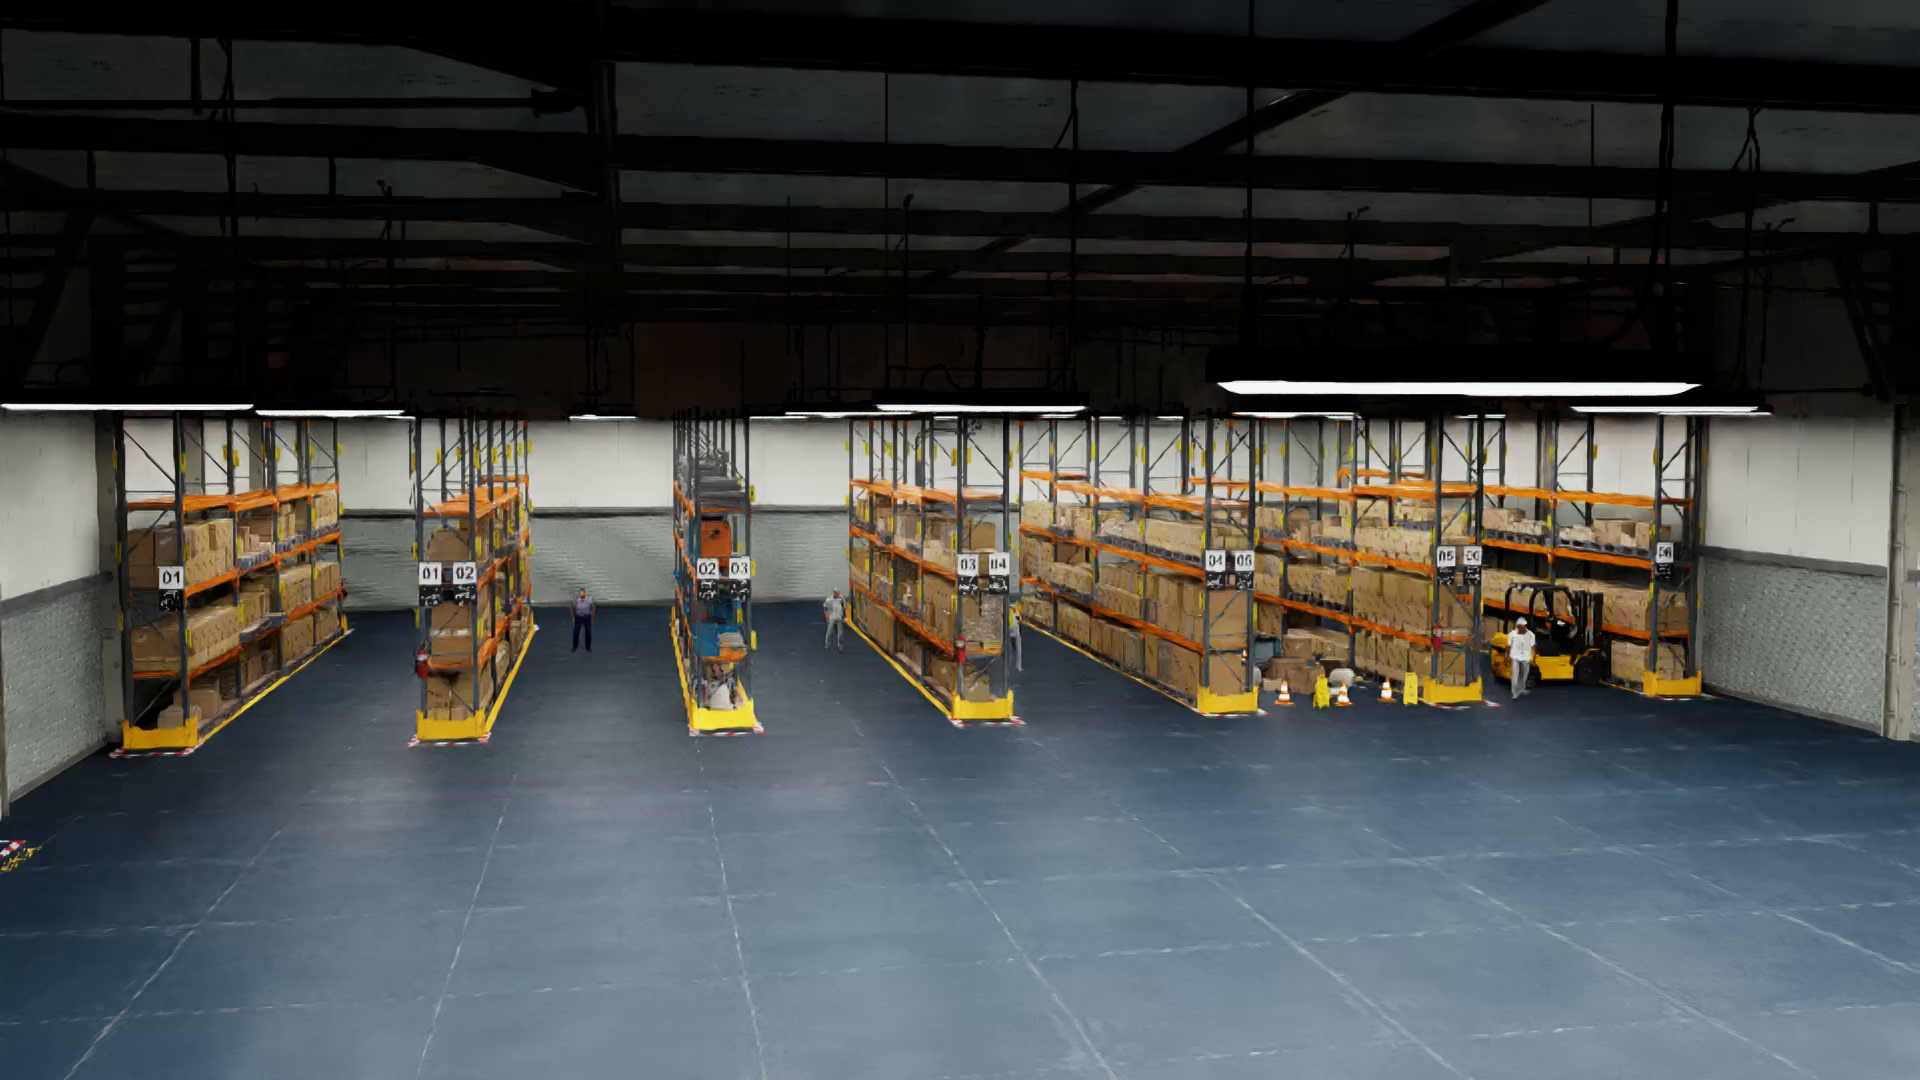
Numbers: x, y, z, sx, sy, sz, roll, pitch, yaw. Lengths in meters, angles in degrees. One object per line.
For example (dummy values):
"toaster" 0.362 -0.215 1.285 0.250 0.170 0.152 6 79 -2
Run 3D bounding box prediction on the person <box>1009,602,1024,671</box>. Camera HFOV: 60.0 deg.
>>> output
"person" 1.192 2.194 38.233 0.456 1.589 1.088 -1 4 -8

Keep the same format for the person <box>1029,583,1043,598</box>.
"person" 2.313 1.281 49.860 0.449 1.774 0.681 -4 6 -44

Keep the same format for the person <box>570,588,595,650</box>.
"person" -9.445 1.985 41.603 0.621 1.580 0.517 -1 4 -13

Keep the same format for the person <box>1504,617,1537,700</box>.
"person" 11.602 2.428 34.408 0.614 1.712 0.971 1 4 8

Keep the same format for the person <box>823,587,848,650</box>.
"person" -3.119 1.964 41.682 0.625 1.611 0.582 -1 4 -13
